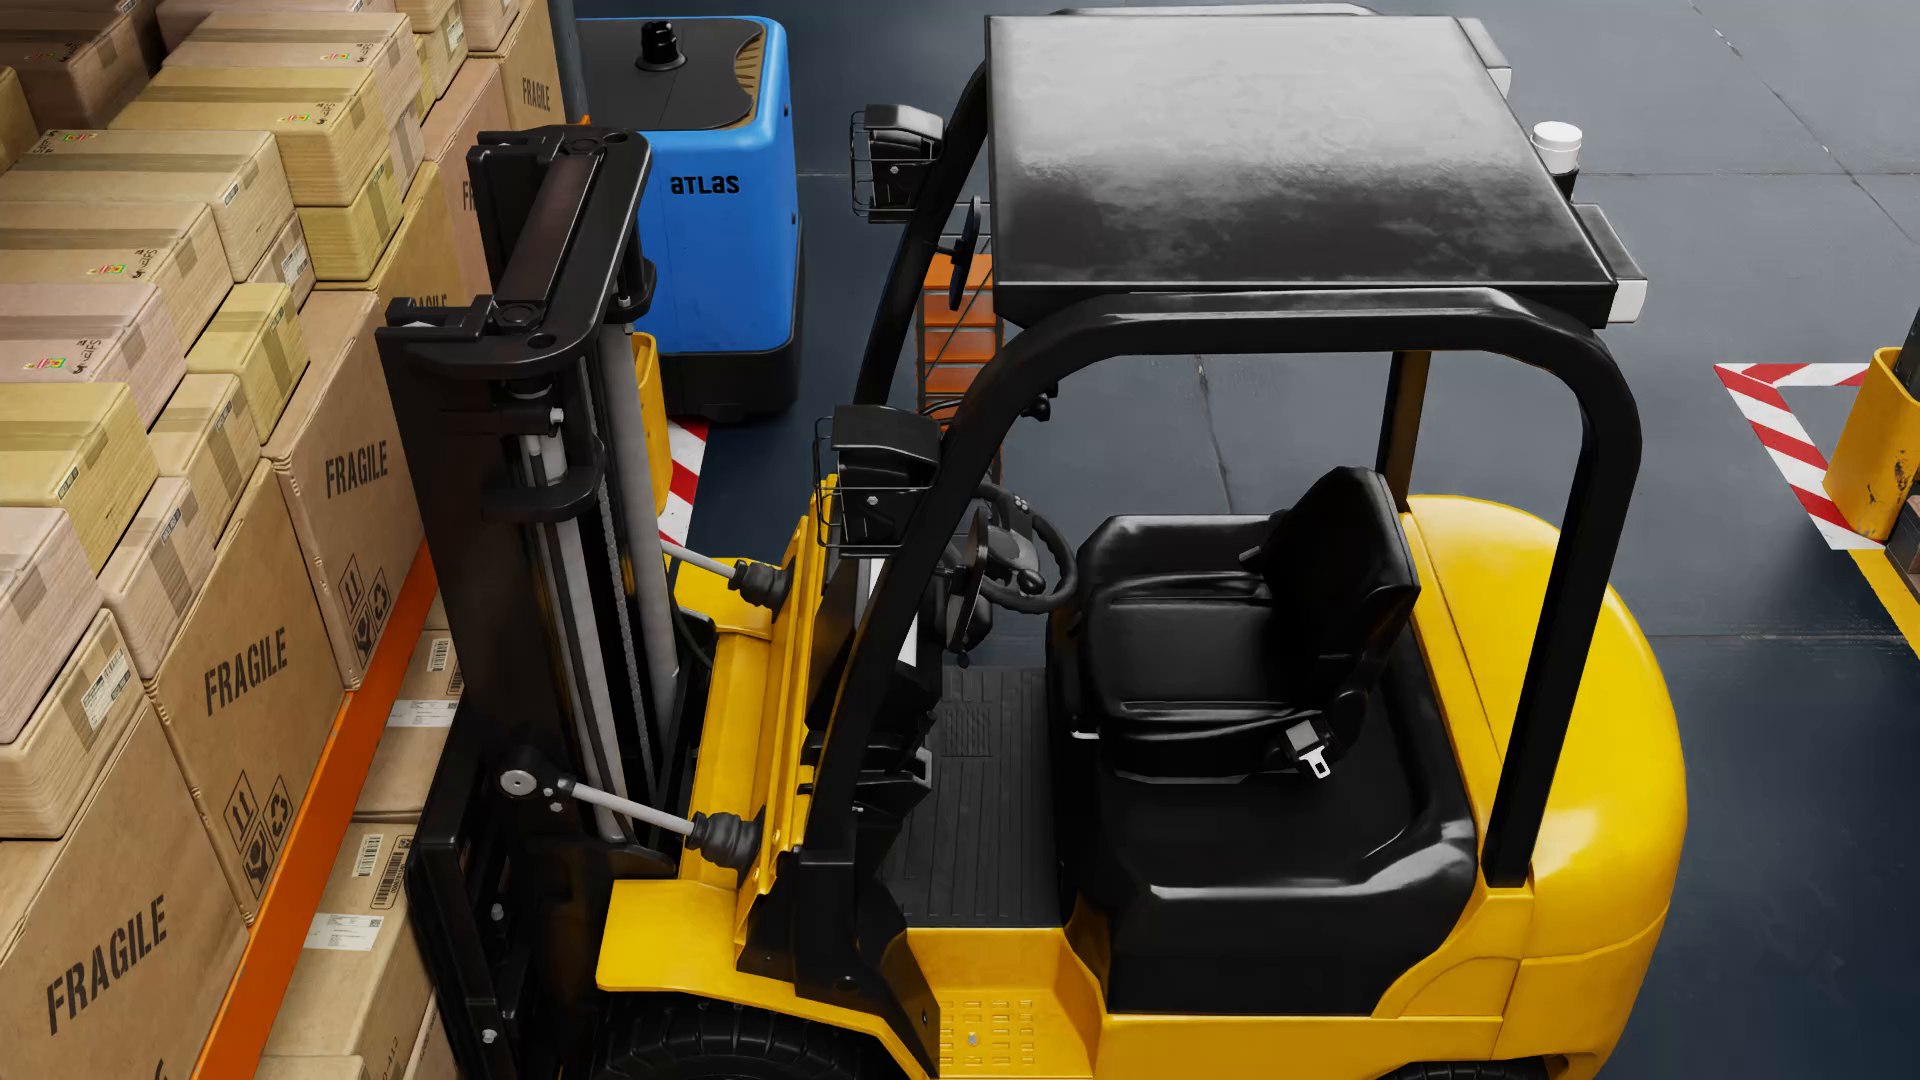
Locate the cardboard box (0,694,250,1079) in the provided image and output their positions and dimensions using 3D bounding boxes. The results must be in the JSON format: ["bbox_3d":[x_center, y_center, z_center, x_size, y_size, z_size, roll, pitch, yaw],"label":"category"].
[{"bbox_3d":[-1.293,0.541,2.096,0.500,0.500,0.500,1,39,1],"label":"cardboard box"}]

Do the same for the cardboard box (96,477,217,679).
[{"bbox_3d":[-1.228,0.049,2.192,0.380,0.149,0.250,0,39,-1],"label":"cardboard box"}]

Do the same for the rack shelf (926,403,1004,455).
[{"bbox_3d":[0.000,-0.349,4.989,0.258,0.103,0.180,0,39,0],"label":"rack shelf"}]

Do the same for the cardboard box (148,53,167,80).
[{"bbox_3d":[-1.802,-0.917,3.397,0.380,0.149,0.250,-1,39,-2],"label":"cardboard box"}]

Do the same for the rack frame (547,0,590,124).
[{"bbox_3d":[-1.541,-1.318,4.496,1.000,3.000,0.127,0,39,0],"label":"rack frame"}]

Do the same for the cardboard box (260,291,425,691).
[{"bbox_3d":[-1.274,-0.090,2.884,0.500,0.500,0.500,0,39,0],"label":"cardboard box"}]

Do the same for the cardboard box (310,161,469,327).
[{"bbox_3d":[-1.285,-0.404,3.276,0.500,0.500,0.500,-1,39,-1],"label":"cardboard box"}]

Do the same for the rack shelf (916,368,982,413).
[{"bbox_3d":[0.000,-0.443,4.914,0.258,0.103,0.180,0,39,0],"label":"rack shelf"}]

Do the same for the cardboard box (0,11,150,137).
[{"bbox_3d":[-1.762,-0.867,3.097,0.380,0.149,0.250,1,39,1],"label":"cardboard box"}]

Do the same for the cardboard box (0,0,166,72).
[{"bbox_3d":[-1.788,-1.032,3.303,0.380,0.149,0.250,0,39,0],"label":"cardboard box"}]

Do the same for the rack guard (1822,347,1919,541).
[{"bbox_3d":[3.423,-0.301,5.225,1.175,0.500,0.348,0,39,0],"label":"rack guard"}]

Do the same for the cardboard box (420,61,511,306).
[{"bbox_3d":[-1.286,-0.725,3.676,0.500,0.500,0.500,1,39,1],"label":"cardboard box"}]

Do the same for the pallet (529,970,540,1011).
[{"bbox_3d":[-1.499,1.010,3.821,1.003,0.211,1.213,0,39,0],"label":"pallet"}]

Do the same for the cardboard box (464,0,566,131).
[{"bbox_3d":[-1.278,-1.049,4.081,0.500,0.500,0.500,-1,39,-1],"label":"cardboard box"}]

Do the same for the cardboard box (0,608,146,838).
[{"bbox_3d":[-1.230,0.213,1.987,0.380,0.149,0.250,1,39,1],"label":"cardboard box"}]

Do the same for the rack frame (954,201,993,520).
[{"bbox_3d":[0.000,-0.534,4.957,0.240,1.200,0.006,0,39,0],"label":"rack frame"}]

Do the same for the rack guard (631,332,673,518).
[{"bbox_3d":[-1.541,-0.357,5.296,1.175,0.500,0.348,0,39,0],"label":"rack guard"}]

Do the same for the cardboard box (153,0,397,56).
[{"bbox_3d":[-1.345,-1.028,3.298,0.380,0.149,0.250,0,39,0],"label":"cardboard box"}]

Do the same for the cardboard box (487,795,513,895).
[{"bbox_3d":[-1.219,0.650,3.504,0.500,0.250,0.500,0,39,0],"label":"cardboard box"}]

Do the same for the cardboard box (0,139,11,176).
[{"bbox_3d":[-1.781,-0.548,2.699,0.380,0.149,0.250,0,39,0],"label":"cardboard box"}]

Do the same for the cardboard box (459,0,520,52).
[{"bbox_3d":[-1.230,-1.233,3.792,0.380,0.149,0.250,1,39,1],"label":"cardboard box"}]

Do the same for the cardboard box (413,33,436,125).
[{"bbox_3d":[-1.302,-0.916,3.396,0.380,0.149,0.250,0,39,0],"label":"cardboard box"}]

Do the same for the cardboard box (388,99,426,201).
[{"bbox_3d":[-1.255,-0.749,3.187,0.380,0.149,0.250,-1,39,-2],"label":"cardboard box"}]

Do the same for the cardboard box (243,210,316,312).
[{"bbox_3d":[-1.324,-0.435,2.795,0.380,0.149,0.250,0,39,0],"label":"cardboard box"}]

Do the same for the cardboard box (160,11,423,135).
[{"bbox_3d":[-1.234,-0.866,3.095,0.380,0.149,0.250,1,39,1],"label":"cardboard box"}]

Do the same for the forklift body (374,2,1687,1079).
[{"bbox_3d":[0.286,0.198,3.283,2.313,2.155,1.214,0,39,0],"label":"forklift body"}]

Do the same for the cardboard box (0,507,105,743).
[{"bbox_3d":[-1.237,0.092,1.900,0.380,0.149,0.250,1,39,1],"label":"cardboard box"}]

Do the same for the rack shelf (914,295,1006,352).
[{"bbox_3d":[0.000,-0.630,4.764,0.258,0.103,0.180,0,39,0],"label":"rack shelf"}]

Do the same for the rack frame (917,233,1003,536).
[{"bbox_3d":[0.000,-0.420,4.815,0.240,1.200,0.006,0,39,0],"label":"rack frame"}]

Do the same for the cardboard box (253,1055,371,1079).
[{"bbox_3d":[-1.213,1.080,2.567,0.500,0.250,0.500,0,39,0],"label":"cardboard box"}]

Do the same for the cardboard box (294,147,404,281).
[{"bbox_3d":[-1.234,-0.591,2.990,0.380,0.149,0.250,0,39,0],"label":"cardboard box"}]

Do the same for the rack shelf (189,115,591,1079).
[{"bbox_3d":[-1.538,0.214,3.160,1.077,0.370,4.000,0,39,0],"label":"rack shelf"}]

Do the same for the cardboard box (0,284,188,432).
[{"bbox_3d":[-1.321,-0.230,2.301,0.380,0.149,0.250,0,39,0],"label":"cardboard box"}]

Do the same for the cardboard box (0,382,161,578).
[{"bbox_3d":[-1.265,-0.070,2.103,0.380,0.149,0.250,-1,39,-1],"label":"cardboard box"}]

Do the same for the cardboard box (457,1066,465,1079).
[{"bbox_3d":[-1.238,1.151,3.278,0.500,0.250,0.500,1,39,1],"label":"cardboard box"}]

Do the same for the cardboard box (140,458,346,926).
[{"bbox_3d":[-1.294,0.225,2.491,0.500,0.500,0.500,0,39,0],"label":"cardboard box"}]

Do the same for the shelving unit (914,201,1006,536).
[{"bbox_3d":[0.000,-0.477,4.886,0.258,1.200,0.189,0,39,0],"label":"shelving unit"}]

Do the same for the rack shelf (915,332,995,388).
[{"bbox_3d":[0.000,-0.536,4.839,0.258,0.103,0.180,0,39,0],"label":"rack shelf"}]

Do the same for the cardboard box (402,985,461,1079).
[{"bbox_3d":[-1.220,0.966,3.109,0.500,0.250,0.500,0,39,0],"label":"cardboard box"}]

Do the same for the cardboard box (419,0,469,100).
[{"bbox_3d":[-1.291,-1.071,3.589,0.380,0.149,0.250,1,39,1],"label":"cardboard box"}]

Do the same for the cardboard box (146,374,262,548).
[{"bbox_3d":[-1.246,-0.108,2.388,0.380,0.149,0.250,-1,39,-1],"label":"cardboard box"}]

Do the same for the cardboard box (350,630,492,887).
[{"bbox_3d":[-1.218,0.441,3.365,0.500,0.250,0.500,-1,39,-1],"label":"cardboard box"}]

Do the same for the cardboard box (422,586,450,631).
[{"bbox_3d":[-1.211,0.124,3.760,0.500,0.250,0.500,0,39,1],"label":"cardboard box"}]

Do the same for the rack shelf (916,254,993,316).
[{"bbox_3d":[0.000,-0.724,4.689,0.258,0.103,0.180,0,39,0],"label":"rack shelf"}]

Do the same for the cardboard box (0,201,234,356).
[{"bbox_3d":[-1.339,-0.385,2.496,0.380,0.149,0.250,0,39,0],"label":"cardboard box"}]

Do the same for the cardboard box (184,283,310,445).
[{"bbox_3d":[-1.255,-0.275,2.596,0.380,0.149,0.250,-1,39,-1],"label":"cardboard box"}]

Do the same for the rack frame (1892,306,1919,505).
[{"bbox_3d":[3.423,-1.324,4.503,1.000,3.000,0.127,0,39,0],"label":"rack frame"}]

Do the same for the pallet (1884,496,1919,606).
[{"bbox_3d":[3.389,0.320,4.682,1.003,0.211,1.213,0,39,0],"label":"pallet"}]

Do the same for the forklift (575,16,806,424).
[{"bbox_3d":[-2.093,-1.815,5.171,3.031,2.935,1.130,-1,39,-2],"label":"forklift"}]

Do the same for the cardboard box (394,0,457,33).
[{"bbox_3d":[-1.271,-1.184,3.493,0.380,0.149,0.250,1,39,1],"label":"cardboard box"}]

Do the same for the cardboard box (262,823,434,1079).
[{"bbox_3d":[-1.225,0.769,2.955,0.500,0.250,0.500,1,39,1],"label":"cardboard box"}]

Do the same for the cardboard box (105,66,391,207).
[{"bbox_3d":[-1.228,-0.704,2.893,0.380,0.149,0.250,1,39,1],"label":"cardboard box"}]

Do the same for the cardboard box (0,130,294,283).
[{"bbox_3d":[-1.322,-0.543,2.692,0.380,0.149,0.250,0,39,1],"label":"cardboard box"}]

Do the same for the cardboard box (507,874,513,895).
[{"bbox_3d":[-1.219,0.834,3.674,0.500,0.250,0.500,1,39,1],"label":"cardboard box"}]

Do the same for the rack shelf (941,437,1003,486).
[{"bbox_3d":[0.000,-0.255,5.064,0.258,0.103,0.180,0,39,0],"label":"rack shelf"}]

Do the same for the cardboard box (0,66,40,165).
[{"bbox_3d":[-1.860,-0.703,2.892,0.380,0.149,0.250,-1,39,-1],"label":"cardboard box"}]
